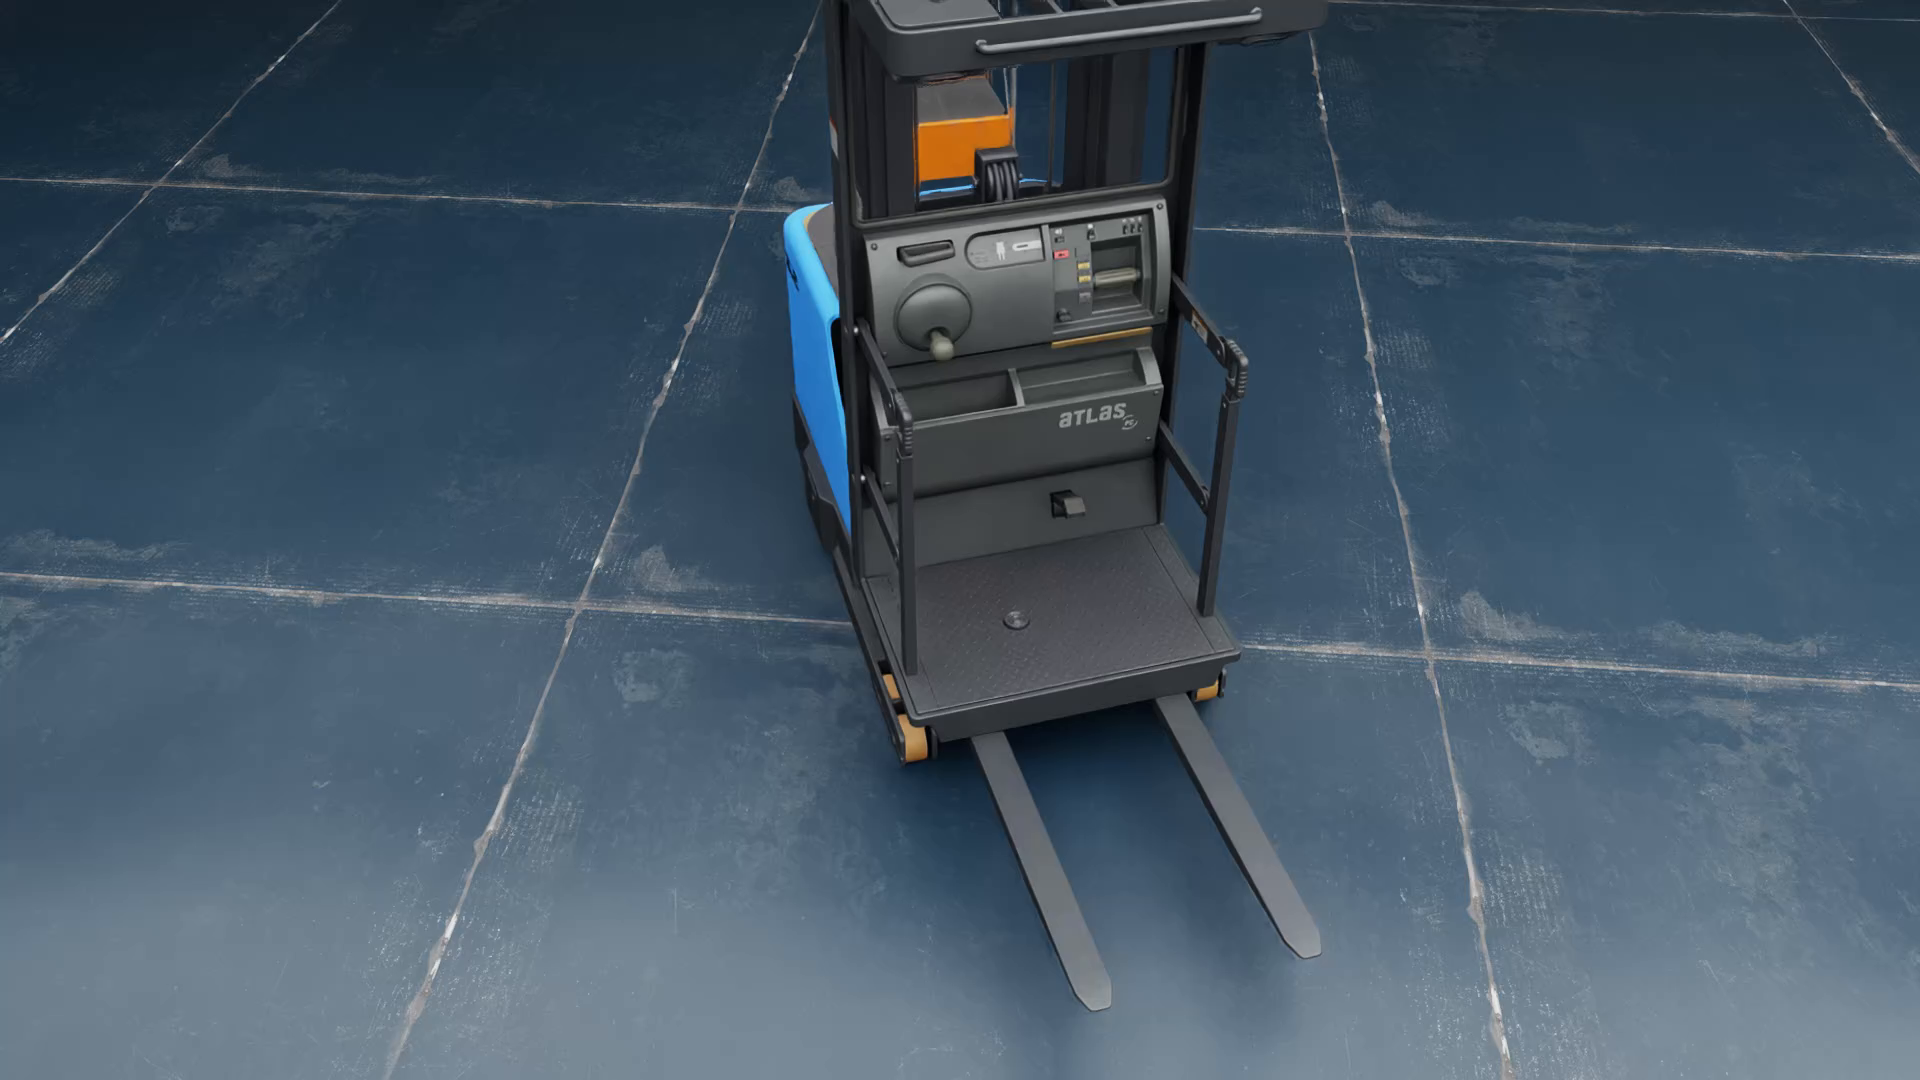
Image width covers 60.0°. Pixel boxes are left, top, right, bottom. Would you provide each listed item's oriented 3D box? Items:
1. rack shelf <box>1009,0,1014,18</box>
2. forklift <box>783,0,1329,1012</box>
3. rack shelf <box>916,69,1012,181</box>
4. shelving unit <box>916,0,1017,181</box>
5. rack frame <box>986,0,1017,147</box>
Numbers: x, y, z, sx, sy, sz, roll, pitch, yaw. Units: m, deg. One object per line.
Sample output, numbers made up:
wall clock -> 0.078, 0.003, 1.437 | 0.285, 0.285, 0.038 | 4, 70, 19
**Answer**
rack shelf -> -0.087, -2.039, 5.997 | 0.480, 0.518, 0.431 | -8, 39, -10
forklift -> 0.244, -0.699, 4.787 | 1.130, 2.935, 3.031 | -10, 40, -12
rack shelf -> -0.085, -1.487, 6.428 | 0.480, 0.518, 0.431 | -8, 39, -10
shelving unit -> -0.085, -1.498, 6.419 | 0.503, 2.100, 0.431 | -8, 39, -10
rack frame -> 0.153, -1.533, 6.462 | 0.015, 2.100, 0.400 | -8, 39, -10
